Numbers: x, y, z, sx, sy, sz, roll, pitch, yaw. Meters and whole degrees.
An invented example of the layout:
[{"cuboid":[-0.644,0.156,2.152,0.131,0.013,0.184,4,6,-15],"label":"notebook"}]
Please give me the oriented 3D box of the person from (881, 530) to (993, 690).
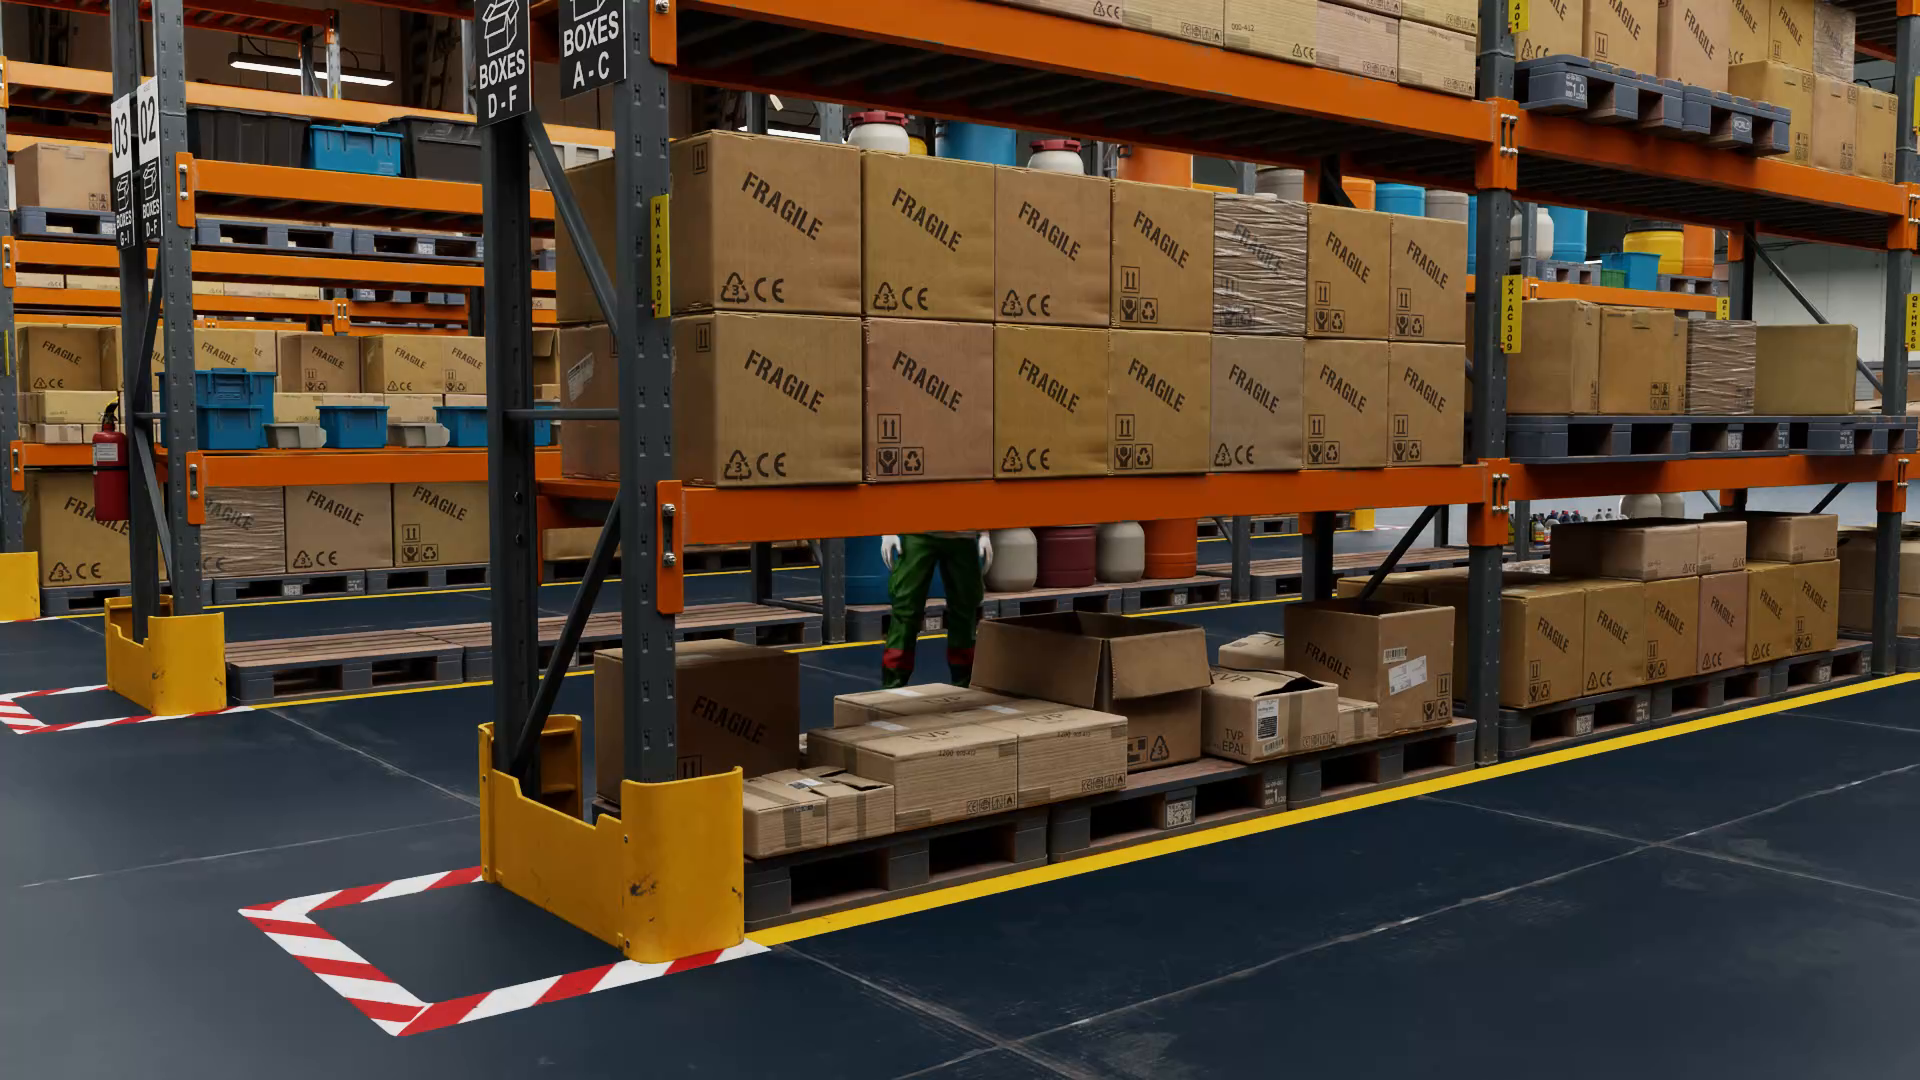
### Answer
[{"cuboid":[-0.106,0.008,8.070,0.606,1.777,0.608,-1,4,-14],"label":"person"}]
